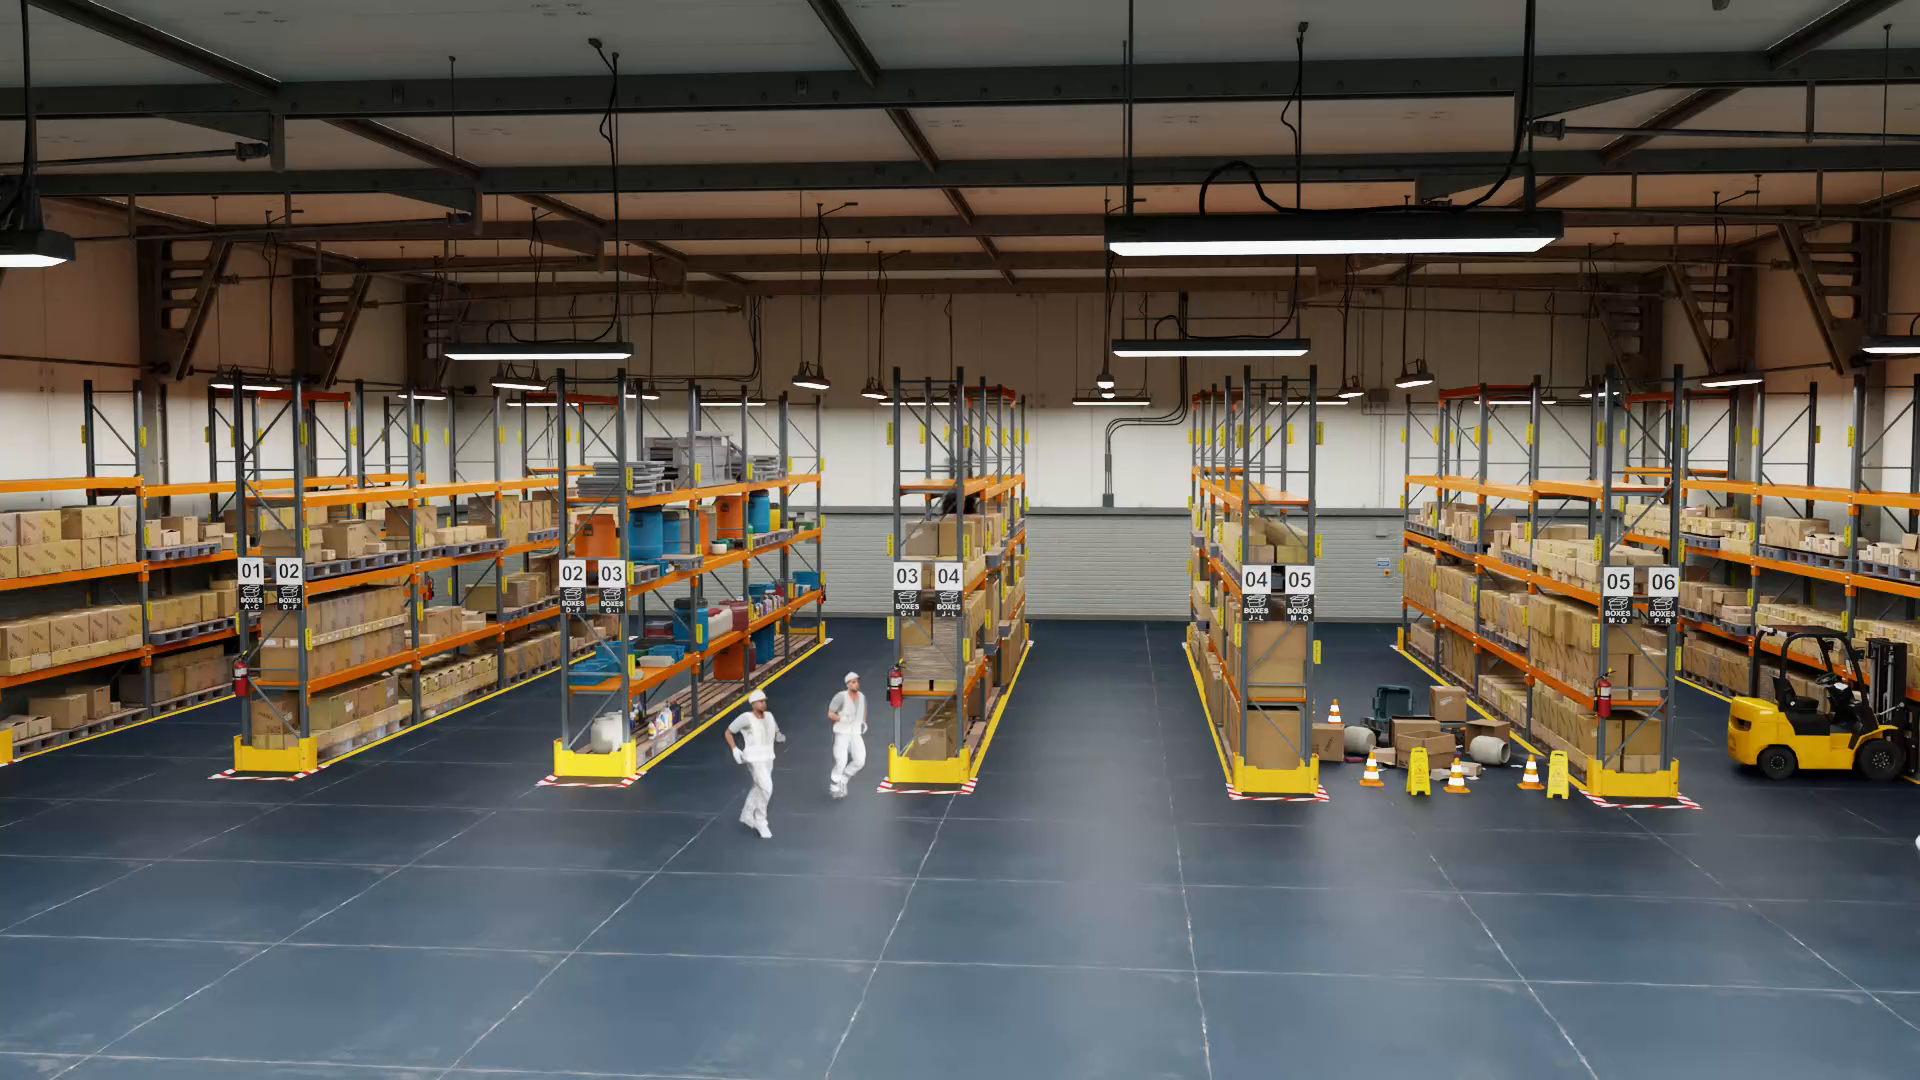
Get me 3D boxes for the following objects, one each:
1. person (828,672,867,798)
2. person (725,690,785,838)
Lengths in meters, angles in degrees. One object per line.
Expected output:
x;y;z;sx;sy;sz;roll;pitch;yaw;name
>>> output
-1.488;2.696;22.967;0.666;1.734;0.612;-2;4;-31;person
-2.525;2.810;20.942;0.768;1.839;0.665;2;4;34;person
